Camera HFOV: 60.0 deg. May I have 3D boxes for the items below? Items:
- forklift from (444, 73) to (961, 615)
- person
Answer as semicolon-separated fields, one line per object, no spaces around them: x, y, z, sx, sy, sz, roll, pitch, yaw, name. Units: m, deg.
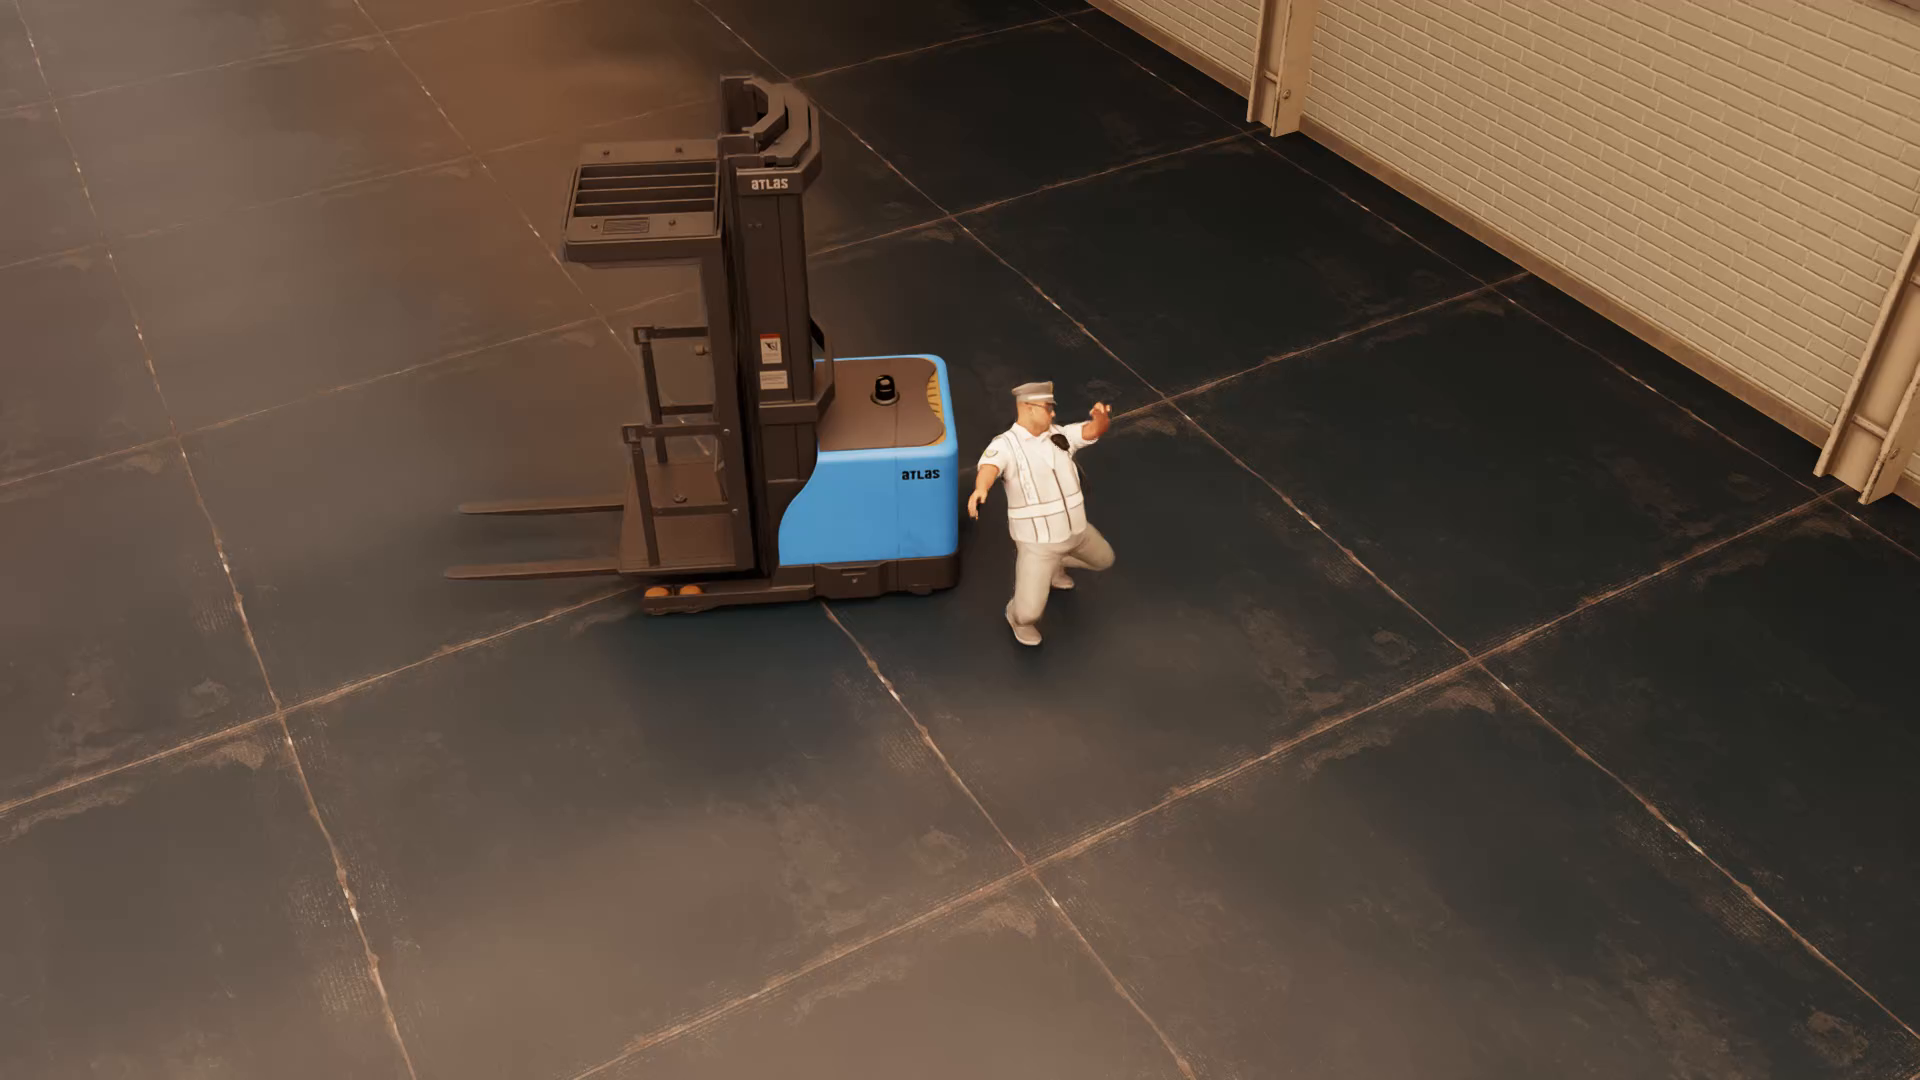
-1.543;-1.040;9.290;3.031;2.935;1.130;-3;40;-4;forklift
0.317;-0.115;9.192;1.075;1.593;0.711;-31;49;-32;person
